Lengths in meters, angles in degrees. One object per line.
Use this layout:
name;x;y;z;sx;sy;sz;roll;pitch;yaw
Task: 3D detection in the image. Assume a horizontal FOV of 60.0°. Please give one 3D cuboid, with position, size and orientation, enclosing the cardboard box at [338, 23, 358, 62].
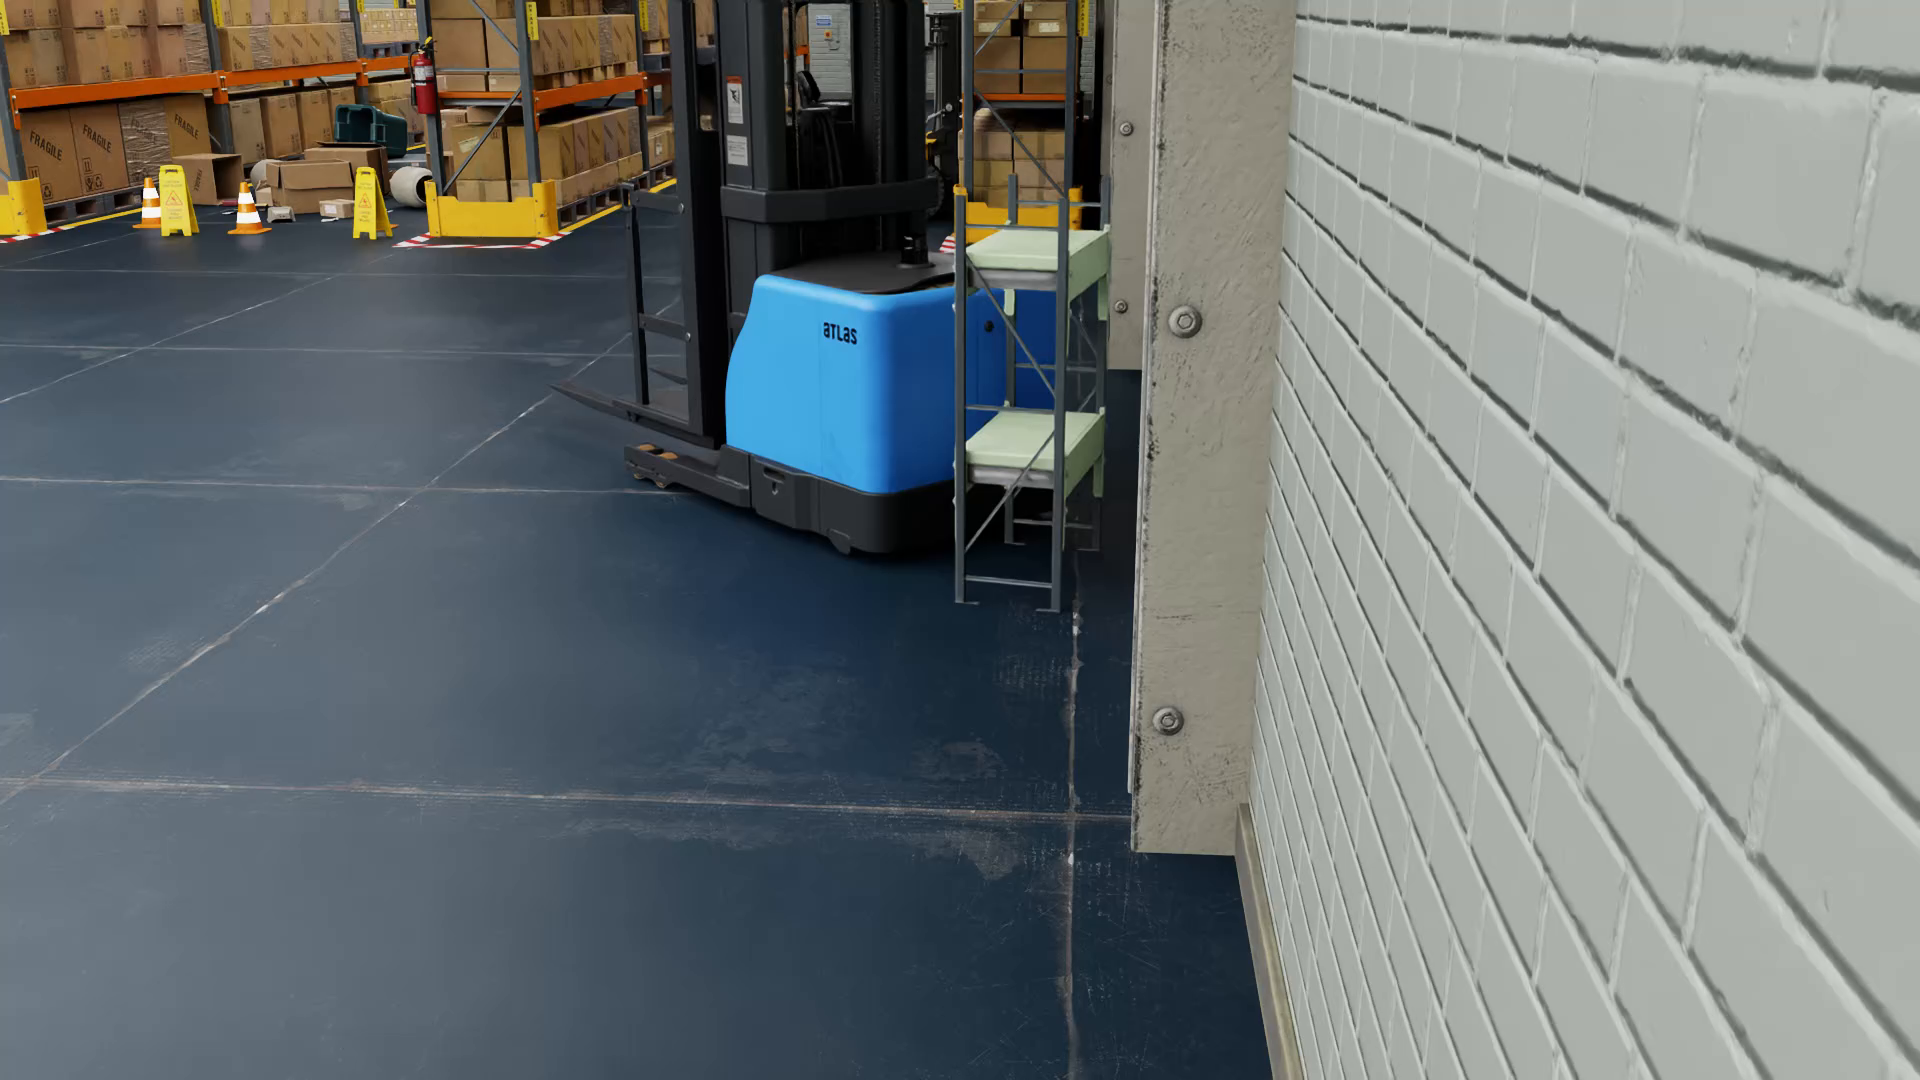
cardboard box;-8.553;-6.764;22.588;0.500;0.500;0.500;1;18;4

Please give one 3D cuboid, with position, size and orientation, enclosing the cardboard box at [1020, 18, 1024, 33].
cardboard box;0.454;-5.133;16.569;0.380;0.149;0.250;1;18;4

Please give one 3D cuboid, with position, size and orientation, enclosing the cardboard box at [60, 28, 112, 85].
cardboard box;-9.198;-4.908;16.842;0.875;0.550;0.550;1;18;4

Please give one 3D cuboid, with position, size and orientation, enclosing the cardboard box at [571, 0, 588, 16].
cardboard box;-4.437;-5.915;17.913;0.700;0.500;0.500;1;18;4

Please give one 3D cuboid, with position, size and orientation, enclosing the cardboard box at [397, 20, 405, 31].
cardboard box;-8.463;-7.630;24.641;0.380;0.149;0.250;1;18;3

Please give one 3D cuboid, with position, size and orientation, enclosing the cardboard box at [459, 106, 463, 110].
cardboard box;-8.157;-7.196;27.494;0.380;0.149;0.250;2;18;6

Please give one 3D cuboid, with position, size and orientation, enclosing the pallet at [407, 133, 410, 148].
pallet;-8.731;-5.780;24.223;1.003;0.211;1.213;1;18;4

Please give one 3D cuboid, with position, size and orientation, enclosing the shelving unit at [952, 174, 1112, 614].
shelving unit;0.279;-0.571;6.256;0.431;1.500;0.755;5;19;15

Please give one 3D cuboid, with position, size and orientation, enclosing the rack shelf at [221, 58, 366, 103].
rack shelf;-8.932;-5.899;21.265;1.077;0.370;4.000;1;18;4

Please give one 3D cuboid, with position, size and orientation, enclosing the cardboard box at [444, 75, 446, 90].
cardboard box;-4.697;-4.381;15.880;0.380;0.149;0.250;1;18;3

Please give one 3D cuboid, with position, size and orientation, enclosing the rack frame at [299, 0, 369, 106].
rack frame;-8.789;-6.862;23.049;1.000;3.000;0.127;1;18;4

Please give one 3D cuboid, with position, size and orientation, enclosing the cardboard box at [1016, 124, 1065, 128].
cardboard box;0.789;-3.857;16.014;0.500;0.250;0.500;1;18;4

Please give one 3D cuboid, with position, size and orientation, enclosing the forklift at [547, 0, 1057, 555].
forklift;-0.920;-1.720;7.466;1.130;2.935;3.031;-15;24;-39

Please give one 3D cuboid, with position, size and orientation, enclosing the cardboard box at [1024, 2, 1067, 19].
cardboard box;0.771;-4.786;15.031;0.380;0.149;0.250;1;18;3

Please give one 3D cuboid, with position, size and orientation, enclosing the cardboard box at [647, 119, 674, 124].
cardboard box;-3.939;-5.329;21.916;0.950;0.372;0.625;1;18;3

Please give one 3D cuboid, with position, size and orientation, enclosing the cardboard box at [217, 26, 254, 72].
cardboard box;-8.769;-5.825;19.722;0.500;0.500;0.500;1;18;5

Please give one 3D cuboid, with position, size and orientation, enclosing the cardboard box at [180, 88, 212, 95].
cardboard box;-13.315;-7.640;28.159;0.875;0.875;0.875;1;18;4

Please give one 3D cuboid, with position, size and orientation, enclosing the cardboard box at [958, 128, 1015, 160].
cardboard box;0.256;-3.707;15.555;0.500;0.250;0.500;2;18;6

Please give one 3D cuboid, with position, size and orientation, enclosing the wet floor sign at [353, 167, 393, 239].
wet floor sign;-5.498;-3.145;15.484;0.267;0.644;0.232;8;20;23

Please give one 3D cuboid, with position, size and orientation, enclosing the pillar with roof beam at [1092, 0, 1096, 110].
pillar with roof beam;-1.521;-12.922;31.909;9.100;9.000;0.400;1;18;4

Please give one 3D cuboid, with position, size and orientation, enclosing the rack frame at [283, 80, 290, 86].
rack frame;-13.155;-9.489;31.065;1.000;3.000;0.127;1;18;4

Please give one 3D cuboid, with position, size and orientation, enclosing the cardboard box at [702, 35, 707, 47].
cardboard box;-3.553;-6.592;21.953;0.380;0.149;0.250;1;18;3

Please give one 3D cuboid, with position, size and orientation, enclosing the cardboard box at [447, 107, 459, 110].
cardboard box;-8.304;-6.881;26.445;0.500;0.500;0.500;1;18;3

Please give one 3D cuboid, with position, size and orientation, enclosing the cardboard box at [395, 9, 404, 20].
cardboard box;-8.470;-7.773;24.601;0.380;0.149;0.250;2;18;6

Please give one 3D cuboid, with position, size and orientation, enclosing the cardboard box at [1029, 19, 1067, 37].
cardboard box;0.817;-4.644;15.077;0.380;0.149;0.250;1;18;3

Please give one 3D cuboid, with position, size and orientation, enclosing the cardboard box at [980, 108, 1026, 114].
cardboard box;0.473;-4.656;18.451;0.500;0.250;0.500;1;18;3

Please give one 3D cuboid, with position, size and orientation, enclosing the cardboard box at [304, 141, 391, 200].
cardboard box;-6.758;-4.070;18.316;0.797;0.637;0.503;1;18;4

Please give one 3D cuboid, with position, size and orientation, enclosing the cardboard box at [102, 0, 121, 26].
cardboard box;-9.266;-5.588;17.184;0.875;0.550;0.500;1;18;4

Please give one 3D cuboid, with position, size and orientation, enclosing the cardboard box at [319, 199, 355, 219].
cardboard box;-6.338;-3.396;17.048;0.380;0.149;0.250;12;22;32

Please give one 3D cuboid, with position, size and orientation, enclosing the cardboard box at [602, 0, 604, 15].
cardboard box;-4.327;-6.078;19.342;0.500;0.500;0.500;1;18;3

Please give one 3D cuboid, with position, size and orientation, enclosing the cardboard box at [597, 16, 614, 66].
cardboard box;-3.977;-5.265;17.535;0.500;0.500;0.500;2;18;5

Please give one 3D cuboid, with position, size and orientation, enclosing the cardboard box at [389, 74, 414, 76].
cardboard box;-8.818;-7.249;26.365;0.500;0.250;0.500;0;18;1

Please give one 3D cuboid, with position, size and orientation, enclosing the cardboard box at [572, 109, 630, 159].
cardboard box;-3.940;-4.442;18.201;0.500;0.500;0.500;2;18;5

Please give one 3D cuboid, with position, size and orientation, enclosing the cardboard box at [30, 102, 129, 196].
cardboard box;-9.318;-4.053;17.213;0.875;0.875;0.875;1;18;3

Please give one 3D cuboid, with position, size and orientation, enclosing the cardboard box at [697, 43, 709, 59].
cardboard box;-3.558;-6.858;23.277;0.500;0.250;0.500;1;18;3

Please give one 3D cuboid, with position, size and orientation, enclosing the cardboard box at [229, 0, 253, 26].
cardboard box;-9.011;-6.457;20.045;0.700;0.500;0.500;1;18;3

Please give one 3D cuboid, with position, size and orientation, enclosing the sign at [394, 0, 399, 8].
sign;-9.044;-8.526;26.735;0.100;0.325;0.005;1;18;4

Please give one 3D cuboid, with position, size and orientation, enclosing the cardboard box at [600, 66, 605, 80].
cardboard box;-3.968;-4.921;17.526;0.380;0.149;0.250;1;18;3

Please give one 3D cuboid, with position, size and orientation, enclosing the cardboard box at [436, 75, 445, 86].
cardboard box;-8.303;-7.236;26.324;0.500;0.250;0.500;1;18;2

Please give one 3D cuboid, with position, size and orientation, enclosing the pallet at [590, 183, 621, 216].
pallet;-4.229;-3.627;17.652;1.003;0.211;1.213;1;18;4

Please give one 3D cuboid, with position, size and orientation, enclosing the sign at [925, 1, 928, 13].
sign;-0.845;-11.385;35.526;0.339;0.242;0.001;1;18;4

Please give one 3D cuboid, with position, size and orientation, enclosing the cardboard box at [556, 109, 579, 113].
cardboard box;-4.469;-4.446;18.213;0.500;0.500;0.500;2;18;6

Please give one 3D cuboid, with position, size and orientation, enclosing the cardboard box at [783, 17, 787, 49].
cardboard box;-3.180;-8.524;27.958;0.500;0.500;0.500;1;18;4

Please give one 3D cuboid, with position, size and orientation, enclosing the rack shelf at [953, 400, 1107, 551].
rack shelf;0.279;-0.261;6.357;0.431;0.370;0.720;5;19;15

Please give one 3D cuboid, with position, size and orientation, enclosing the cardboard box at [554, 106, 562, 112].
cardboard box;-4.546;-4.724;18.018;0.380;0.149;0.250;2;18;6

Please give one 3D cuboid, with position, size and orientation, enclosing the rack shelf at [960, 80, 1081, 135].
rack shelf;0.677;-4.468;16.898;1.077;0.370;4.000;1;18;4

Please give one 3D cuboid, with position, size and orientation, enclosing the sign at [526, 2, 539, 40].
sign;-3.876;-4.698;15.053;0.100;0.325;0.005;1;18;4

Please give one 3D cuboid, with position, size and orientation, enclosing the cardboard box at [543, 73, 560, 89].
cardboard box;-4.083;-4.439;16.058;0.380;0.149;0.250;1;18;2

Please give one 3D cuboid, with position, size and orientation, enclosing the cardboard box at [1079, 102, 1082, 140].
cardboard box;1.472;-5.962;23.641;0.500;0.500;0.500;1;18;4

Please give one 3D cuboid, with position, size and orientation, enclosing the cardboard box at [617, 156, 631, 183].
cardboard box;-3.933;-4.079;18.295;0.500;0.250;0.500;1;18;2

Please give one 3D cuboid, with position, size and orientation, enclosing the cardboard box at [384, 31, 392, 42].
cardboard box;-8.499;-7.328;24.199;0.380;0.149;0.250;2;18;6
